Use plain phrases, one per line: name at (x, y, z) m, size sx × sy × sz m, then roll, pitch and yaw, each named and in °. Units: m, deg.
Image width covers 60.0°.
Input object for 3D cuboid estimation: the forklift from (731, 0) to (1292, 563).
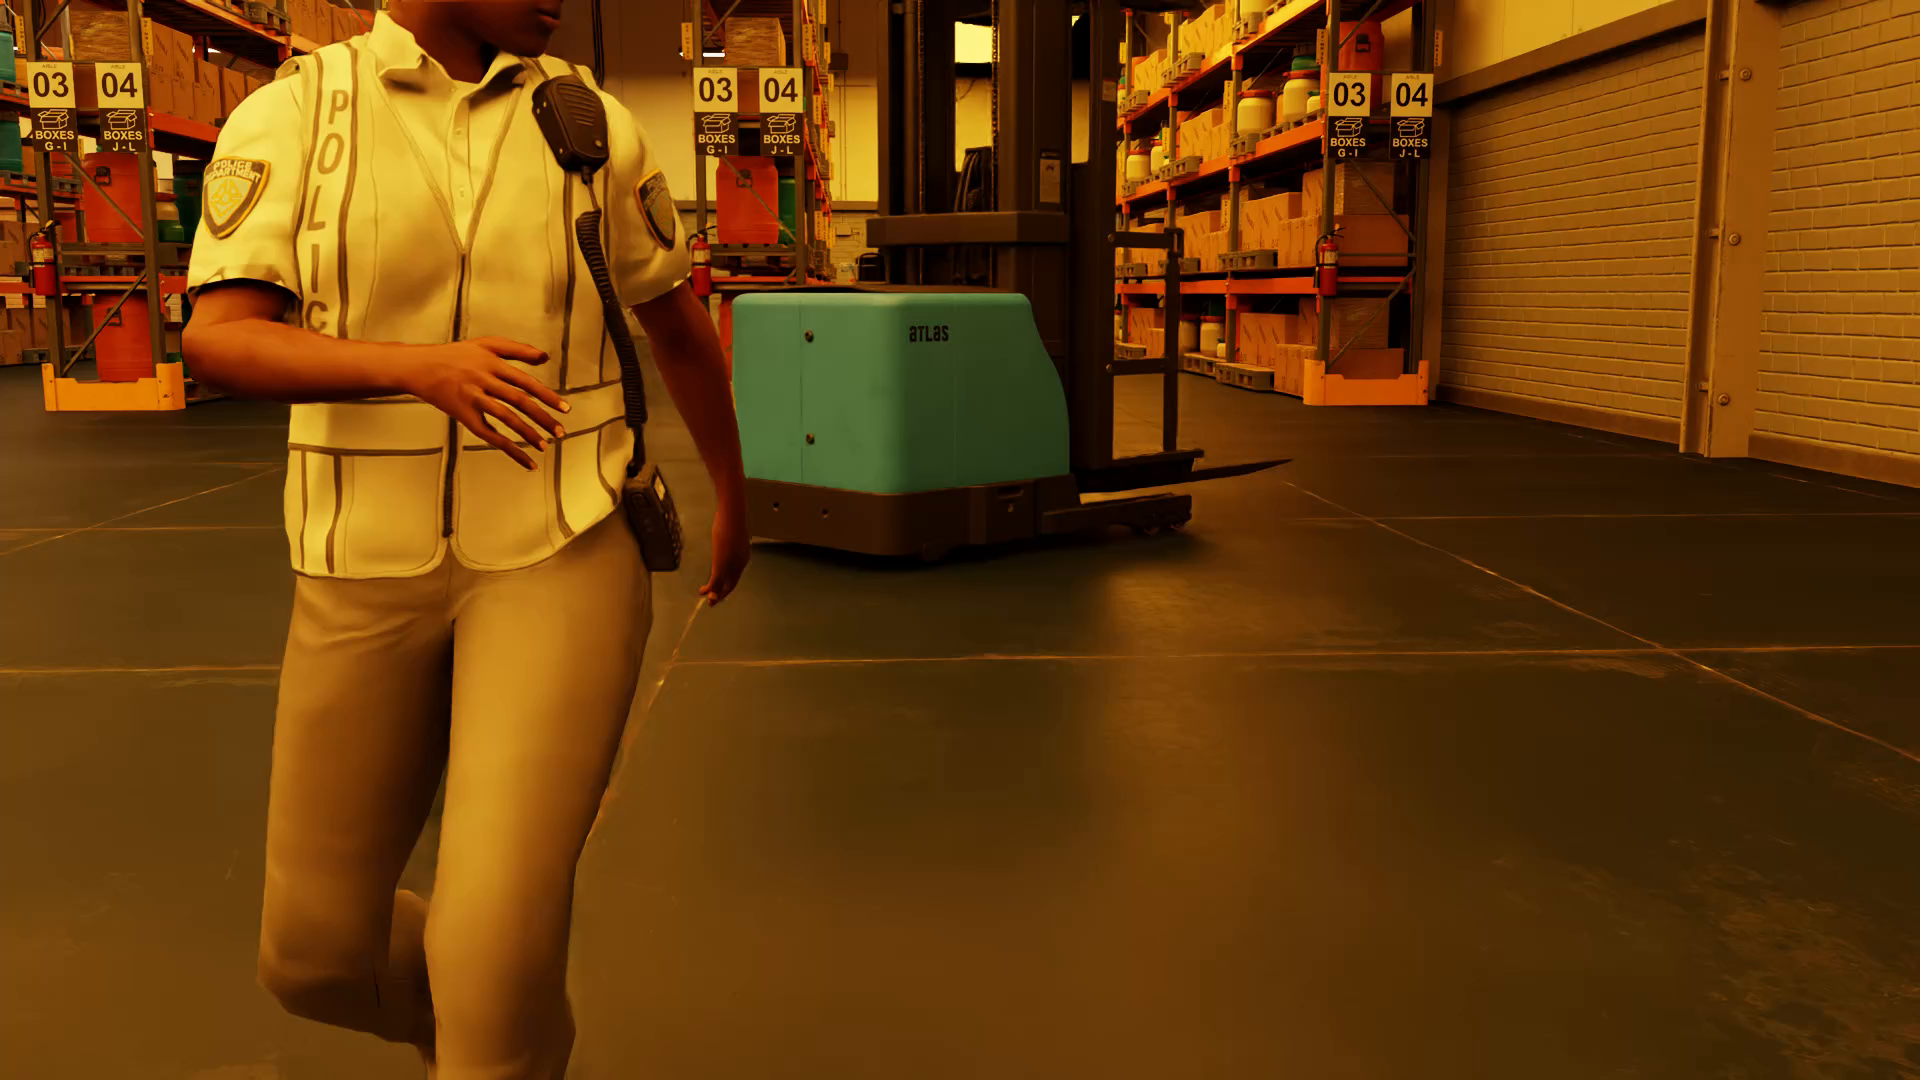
forklift at (0.420, -1.523, 7.586) m, size 1.130 × 2.935 × 3.031 m, roll 8°, pitch 12°, yaw 44°
